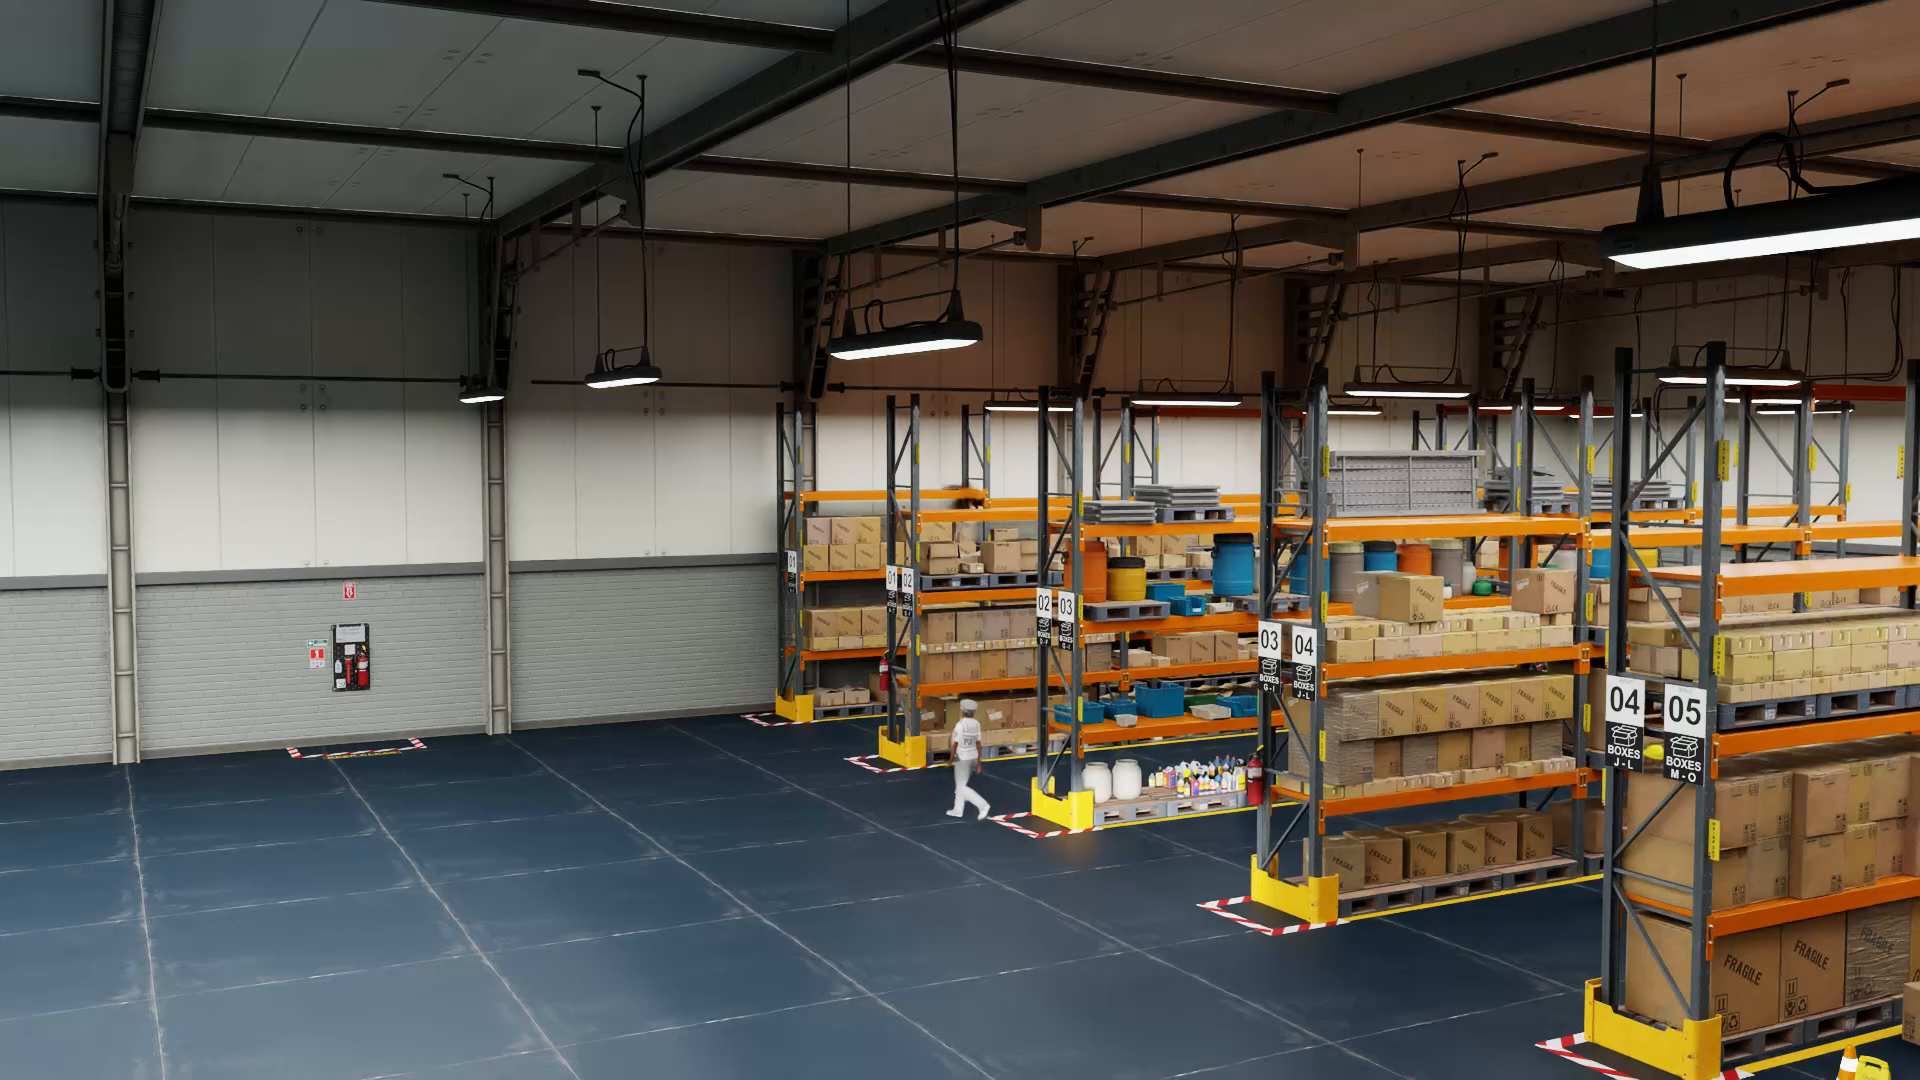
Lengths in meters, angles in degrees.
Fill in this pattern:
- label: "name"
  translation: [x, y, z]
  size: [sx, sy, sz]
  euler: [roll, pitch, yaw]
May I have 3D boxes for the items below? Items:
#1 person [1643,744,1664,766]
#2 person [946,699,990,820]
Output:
- label: "person"
  translation: [7.938, 3.214, 18.983]
  size: [0.717, 1.783, 0.407]
  euler: [-1, 3, -14]
- label: "person"
  translation: [0.104, 3.028, 22.910]
  size: [0.866, 1.667, 0.417]
  euler: [2, 4, 33]
